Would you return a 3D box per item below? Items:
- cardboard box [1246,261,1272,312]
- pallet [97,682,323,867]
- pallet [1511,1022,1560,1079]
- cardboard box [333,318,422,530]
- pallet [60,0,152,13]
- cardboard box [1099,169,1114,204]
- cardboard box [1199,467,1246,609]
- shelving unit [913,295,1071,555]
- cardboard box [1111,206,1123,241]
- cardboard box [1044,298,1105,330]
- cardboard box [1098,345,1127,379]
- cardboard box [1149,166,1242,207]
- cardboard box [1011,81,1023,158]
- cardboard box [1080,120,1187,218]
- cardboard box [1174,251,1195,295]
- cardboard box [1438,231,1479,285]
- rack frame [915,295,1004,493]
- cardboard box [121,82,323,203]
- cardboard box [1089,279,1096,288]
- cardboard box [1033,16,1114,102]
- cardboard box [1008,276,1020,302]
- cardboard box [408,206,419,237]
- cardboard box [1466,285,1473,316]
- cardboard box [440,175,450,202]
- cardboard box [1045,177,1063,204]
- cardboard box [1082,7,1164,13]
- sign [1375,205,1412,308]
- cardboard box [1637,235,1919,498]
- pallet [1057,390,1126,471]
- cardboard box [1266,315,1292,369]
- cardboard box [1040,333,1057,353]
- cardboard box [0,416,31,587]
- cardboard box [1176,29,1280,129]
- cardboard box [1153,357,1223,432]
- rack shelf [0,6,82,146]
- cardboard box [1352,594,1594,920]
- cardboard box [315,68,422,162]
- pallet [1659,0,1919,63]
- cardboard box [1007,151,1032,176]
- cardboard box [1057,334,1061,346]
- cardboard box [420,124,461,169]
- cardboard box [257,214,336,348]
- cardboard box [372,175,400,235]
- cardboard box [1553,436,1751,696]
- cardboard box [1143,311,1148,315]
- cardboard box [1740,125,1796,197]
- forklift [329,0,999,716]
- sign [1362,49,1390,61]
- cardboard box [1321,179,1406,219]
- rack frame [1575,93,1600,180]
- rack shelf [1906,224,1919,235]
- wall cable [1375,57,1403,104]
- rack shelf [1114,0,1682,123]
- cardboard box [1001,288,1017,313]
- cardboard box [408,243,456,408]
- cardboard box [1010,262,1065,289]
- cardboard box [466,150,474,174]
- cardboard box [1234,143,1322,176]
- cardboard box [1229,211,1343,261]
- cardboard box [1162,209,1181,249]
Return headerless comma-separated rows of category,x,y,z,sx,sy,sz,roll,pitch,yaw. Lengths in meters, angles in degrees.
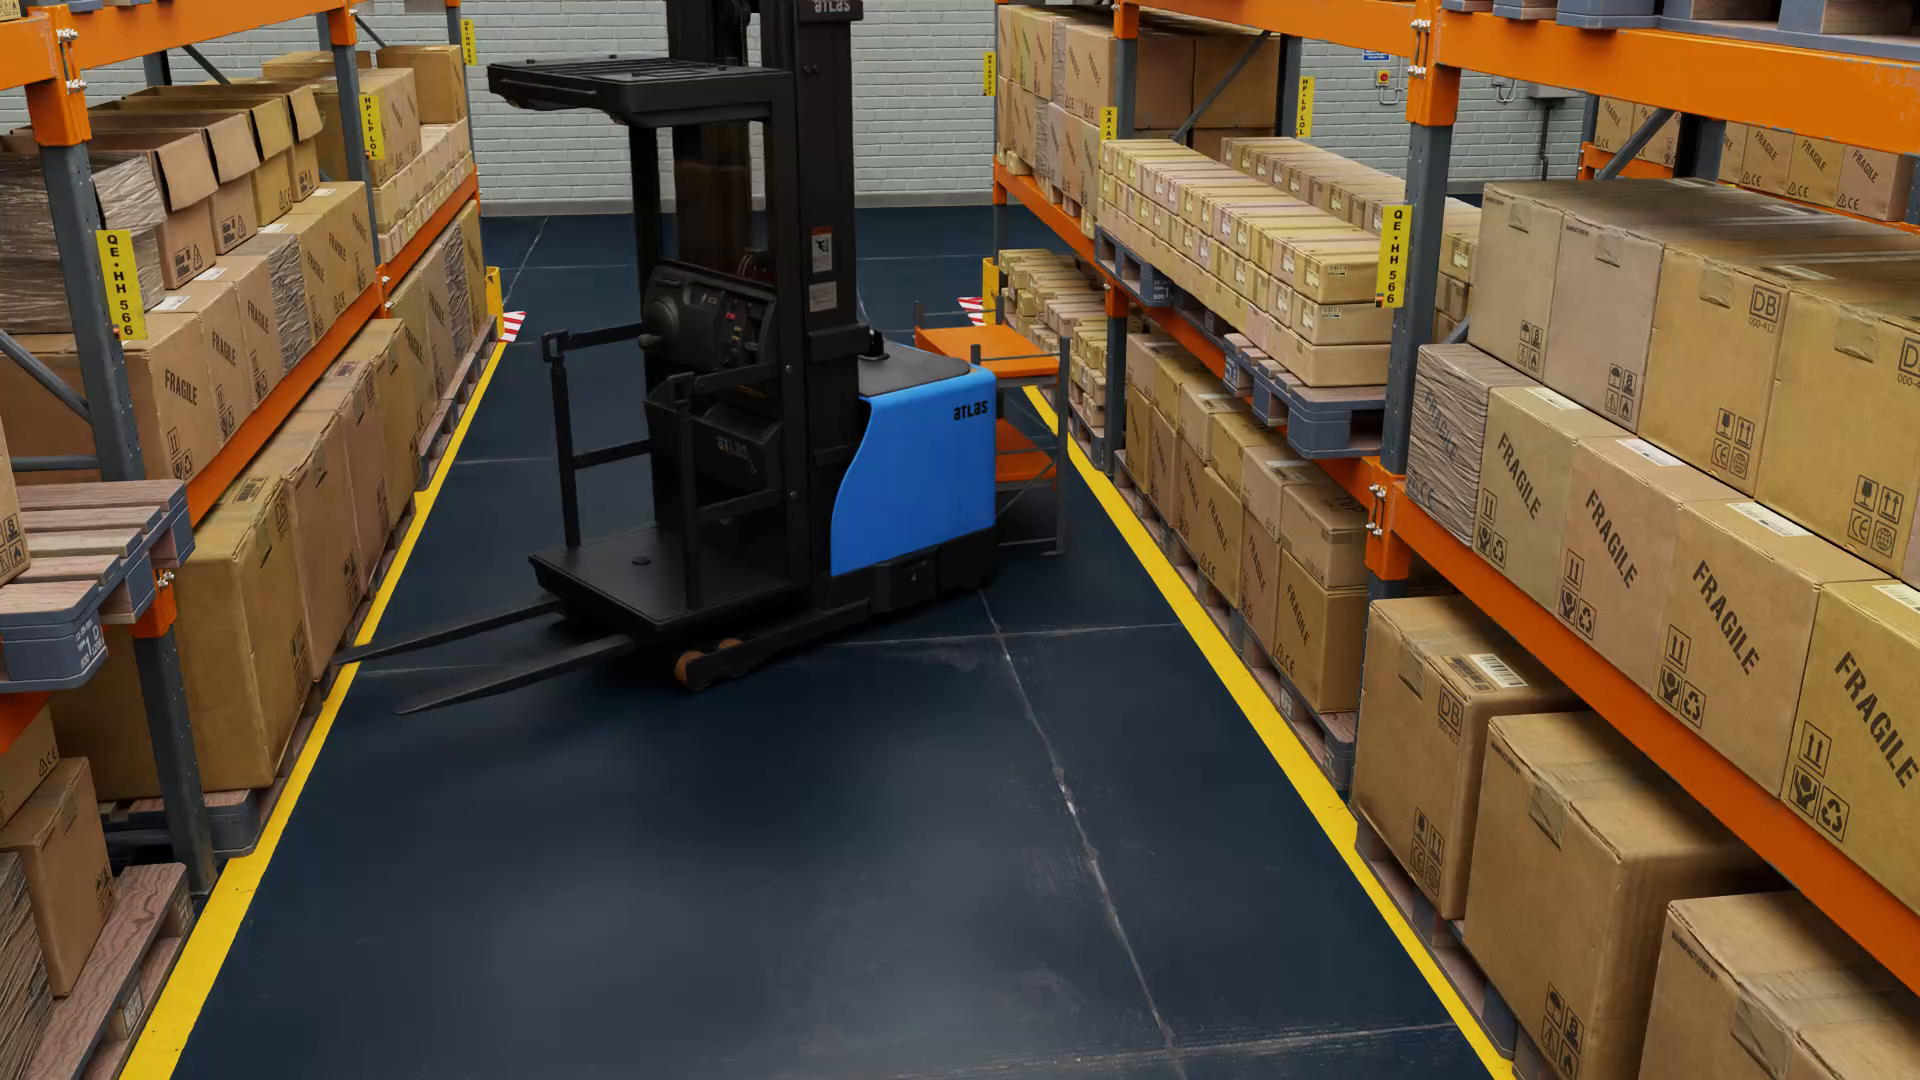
cardboard box,1.318,-0.977,6.378,0.380,0.149,0.250,-2,21,-6
pallet,-3.042,0.818,6.225,1.003,0.211,1.213,-3,21,-8
pallet,2.132,1.578,4.190,1.003,0.211,1.213,-3,21,-8
cardboard box,-3.467,-0.577,8.412,1.225,0.875,0.875,-3,21,-8
pallet,-3.148,-1.749,5.094,1.213,0.211,1.003,-2,21,-5
cardboard box,0.945,-1.871,8.771,0.380,0.149,0.250,-3,21,-7
cardboard box,1.403,-0.030,7.480,0.500,0.500,0.500,-4,21,-10
shelving unit,0.147,-0.610,8.741,0.538,1.125,1.048,-6,21,-16
cardboard box,0.991,-1.636,8.567,0.380,0.149,0.250,-3,21,-7
cardboard box,0.774,-1.510,11.095,0.380,0.149,0.250,-4,21,-10
cardboard box,1.035,-1.062,9.896,0.380,0.149,0.250,-2,21,-6
cardboard box,1.097,-1.650,7.755,0.380,0.149,0.250,-3,21,-8
cardboard box,0.661,-3.030,11.972,0.500,0.500,0.500,-3,21,-8
cardboard box,0.994,-2.151,9.621,0.500,0.500,0.500,-3,21,-8
cardboard box,1.172,-1.192,7.380,0.380,0.149,0.250,-4,21,-10
cardboard box,2.004,-1.047,6.142,0.380,0.149,0.250,-3,21,-9
rack frame,-0.001,-0.780,9.197,0.500,1.125,0.032,-6,21,-16
cardboard box,-3.479,-1.893,7.920,0.797,0.503,0.637,-3,21,-9
cardboard box,1.110,-1.936,12.661,0.380,0.149,0.250,-3,21,-9
cardboard box,0.778,-3.151,10.868,0.500,0.500,0.500,-4,21,-9
cardboard box,0.572,-1.905,12.580,0.380,0.149,0.250,-3,21,-8
cardboard box,-3.409,-1.871,9.798,0.380,0.149,0.250,-3,21,-9
cardboard box,2.049,-0.823,5.965,0.380,0.149,0.250,-2,21,-5
cardboard box,-3.592,-2.314,10.983,0.380,0.149,0.250,-3,21,-8
cardboard box,0.774,-2.319,10.997,0.380,0.149,0.250,-3,21,-7
cardboard box,1.152,-3.530,11.883,0.500,0.500,0.500,-4,21,-10
sign,1.385,-0.902,5.301,0.100,0.325,0.005,-3,21,-8
cardboard box,2.125,-0.434,4.018,0.700,0.500,0.500,-3,21,-9
pallet,1.212,-0.736,10.386,1.003,0.211,1.213,-3,21,-8
cardboard box,1.360,-0.740,6.168,0.380,0.149,0.250,-3,21,-8
cardboard box,0.762,-1.326,11.452,0.380,0.149,0.250,-3,21,-8
cardboard box,-2.706,-0.082,3.906,0.700,0.500,0.500,0,20,0
cardboard box,1.520,-2.635,9.487,0.500,0.500,0.500,-2,21,-6
cardboard box,1.268,-0.735,8.299,0.500,0.250,0.500,-2,21,-6
rack shelf,-2.714,-0.587,2.743,1.077,0.370,4.000,-3,21,-8
cardboard box,1.919,0.646,5.316,1.050,0.750,0.750,-3,21,-8
cardboard box,-3.538,-2.547,9.965,0.500,0.500,0.500,-4,21,-9
pallet,2.230,-1.136,3.454,1.003,0.211,1.213,-2,21,-5
cardboard box,0.553,-2.769,12.201,0.380,0.149,0.250,-4,21,-9
cardboard box,0.862,-1.363,11.128,0.380,0.149,0.250,-4,21,-10
cardboard box,-3.751,-2.721,11.502,0.500,0.250,0.500,-3,21,-9
cardboard box,-3.095,-1.143,7.347,0.500,0.500,0.500,-3,21,-8
cardboard box,-3.388,-1.842,9.149,0.500,0.250,0.500,-3,21,-9
cardboard box,1.866,0.046,4.163,0.500,0.500,0.500,-3,21,-8
cardboard box,1.417,-1.446,10.925,0.380,0.149,0.250,-2,21,-7
cardboard box,5.741,-2.642,11.360,0.500,0.500,0.500,-3,21,-9
forklift,-1.243,-0.944,7.055,3.031,2.935,1.130,-18,27,-39
sign,4.758,-5.578,18.977,0.327,0.218,0.001,-3,21,-8
cardboard box,1.822,-1.496,7.343,0.380,0.149,0.250,-3,21,-9
rack frame,5.651,-3.481,13.750,1.000,3.000,0.127,-3,21,-8
rack shelf,6.516,-1.067,8.314,1.077,0.370,4.000,-3,21,-8
wall cable,4.815,-5.923,18.791,0.585,1.953,0.123,-3,21,-8
rack shelf,1.632,-2.188,7.027,1.077,0.370,4.000,-3,21,-8
cardboard box,0.526,-1.860,12.885,0.380,0.149,0.250,-2,21,-7
cardboard box,-3.725,-1.342,10.459,0.875,0.875,0.875,-3,21,-8
cardboard box,0.575,-1.955,12.288,0.380,0.149,0.250,-3,21,-8
cardboard box,-3.779,-2.757,12.170,0.380,0.149,0.250,-3,21,-7
cardboard box,1.634,-1.947,8.552,0.380,0.149,0.250,-4,21,-9
cardboard box,1.282,-1.201,6.554,0.380,0.149,0.250,-2,21,-6
cardboard box,1.139,-1.417,7.556,0.380,0.149,0.250,-3,21,-9
